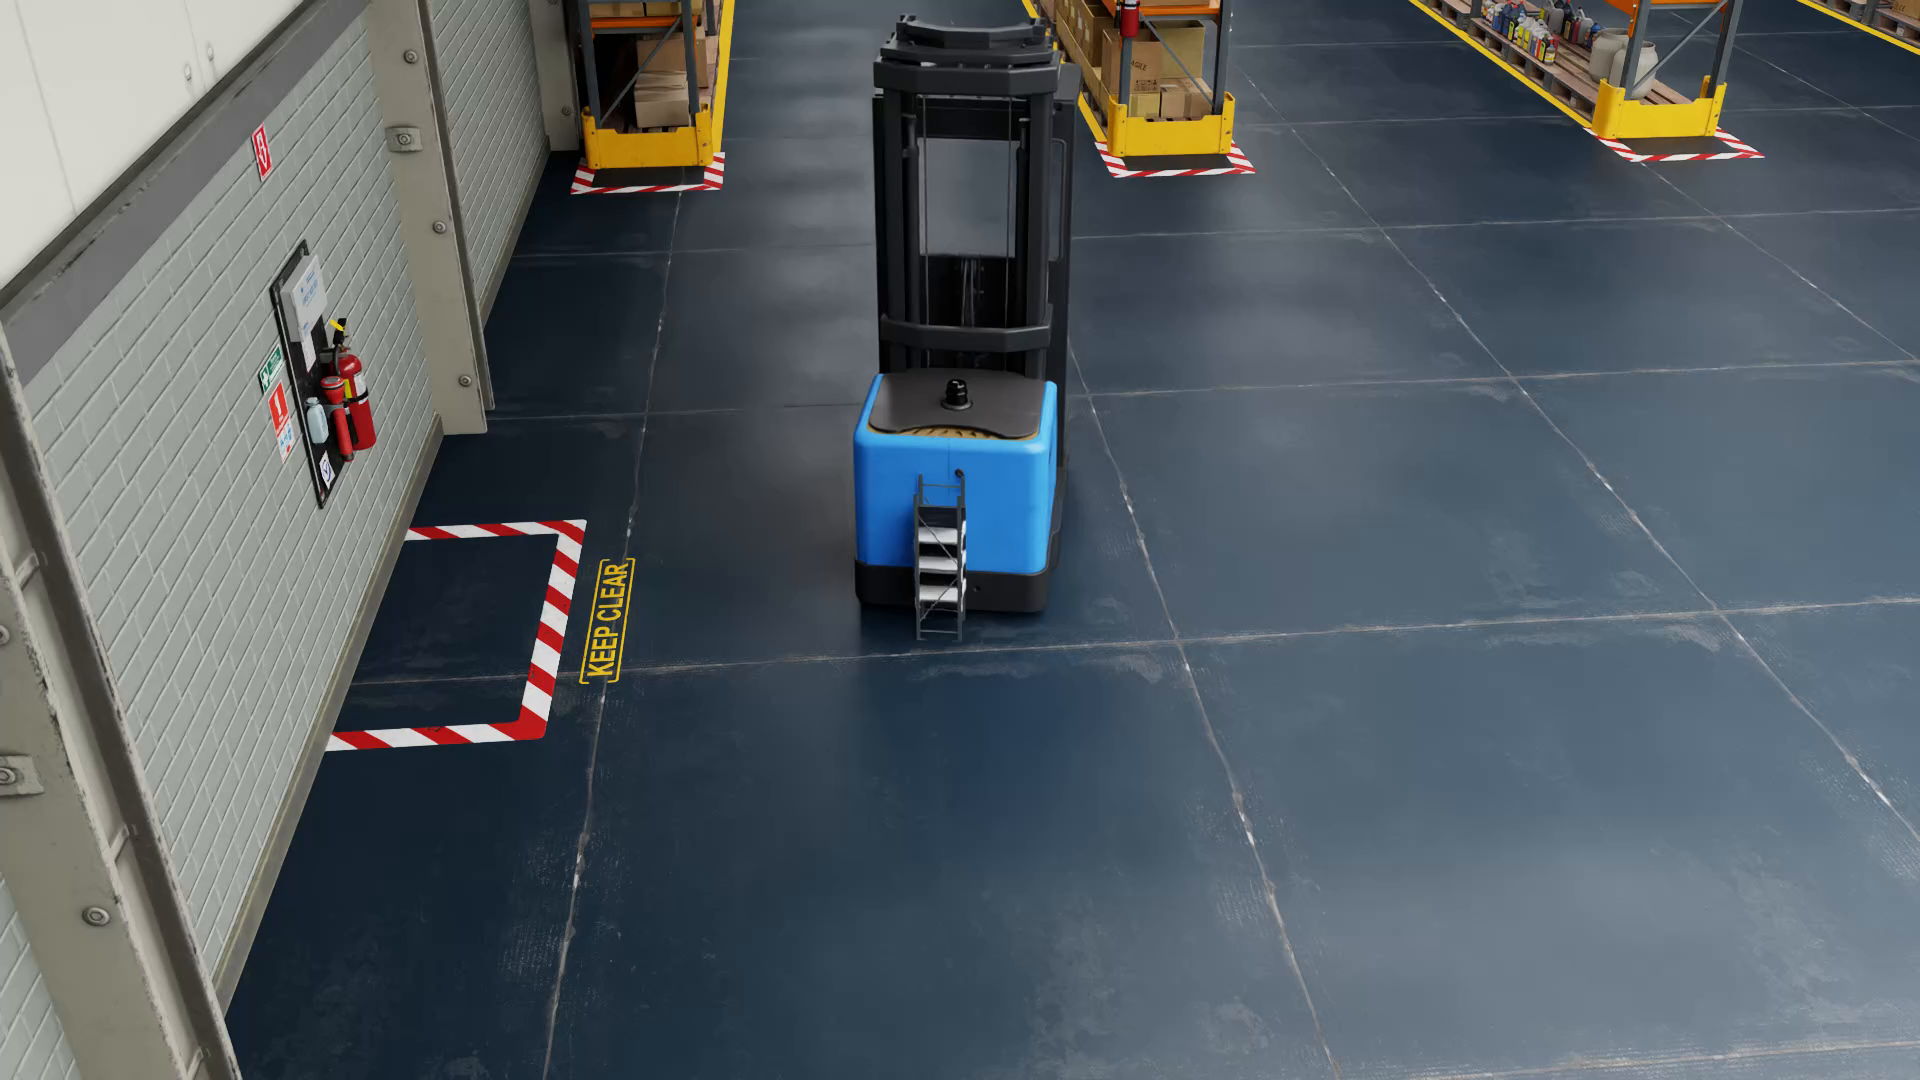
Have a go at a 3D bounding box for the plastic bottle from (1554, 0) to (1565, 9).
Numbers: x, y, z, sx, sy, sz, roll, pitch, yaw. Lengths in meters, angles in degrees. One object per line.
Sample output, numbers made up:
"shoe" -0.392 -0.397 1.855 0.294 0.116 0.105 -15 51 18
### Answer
"plastic bottle" 6.917 -6.086 19.169 0.144 0.351 0.185 -4 31 -6

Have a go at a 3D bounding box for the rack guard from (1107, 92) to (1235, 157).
"rack guard" 2.013 -3.987 15.937 1.175 0.500 0.348 -3 31 -5

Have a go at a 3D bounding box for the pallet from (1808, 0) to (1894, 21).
"pallet" 11.427 -6.787 20.907 1.003 0.211 1.213 -3 31 -5

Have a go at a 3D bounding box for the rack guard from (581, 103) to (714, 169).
"rack guard" -2.928 -3.799 15.622 1.175 0.500 0.348 -3 31 -5

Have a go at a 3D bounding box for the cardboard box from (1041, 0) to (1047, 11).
"cardboard box" 1.265 -6.570 20.097 0.500 0.250 0.500 -3 31 -5

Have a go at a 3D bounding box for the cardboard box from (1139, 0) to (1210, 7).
"cardboard box" 1.980 -5.354 15.691 0.700 0.500 0.500 -3 31 -5

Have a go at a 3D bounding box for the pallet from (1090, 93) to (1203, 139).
"pallet" 1.898 -4.263 16.682 1.003 0.211 1.213 -3 31 -5

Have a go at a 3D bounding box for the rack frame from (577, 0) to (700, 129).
"rack frame" -2.920 -4.833 14.916 1.000 3.000 0.127 -3 31 -5

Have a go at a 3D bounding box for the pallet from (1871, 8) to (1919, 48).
"pallet" 11.599 -6.049 19.671 1.003 0.211 1.213 -3 31 -5

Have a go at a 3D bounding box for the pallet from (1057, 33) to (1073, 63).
"pallet" 1.670 -5.509 18.767 1.003 0.211 1.213 -3 31 -5

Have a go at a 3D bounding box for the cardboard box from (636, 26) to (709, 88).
"cardboard box" -2.968 -4.974 17.161 0.700 0.500 0.500 -5 31 -8

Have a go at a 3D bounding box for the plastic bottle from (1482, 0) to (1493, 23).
"plastic bottle" 6.163 -6.184 19.409 0.097 0.271 0.097 0 31 0

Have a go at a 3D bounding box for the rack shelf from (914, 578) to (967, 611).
"rack shelf" -0.102 0.283 8.809 0.258 0.077 0.200 3 32 5

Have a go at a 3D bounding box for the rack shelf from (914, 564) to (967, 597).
"rack shelf" -0.102 0.207 8.761 0.258 0.077 0.200 3 32 5

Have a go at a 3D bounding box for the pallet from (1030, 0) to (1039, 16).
"pallet" 1.413 -6.916 21.122 1.003 0.211 1.213 -3 31 -5

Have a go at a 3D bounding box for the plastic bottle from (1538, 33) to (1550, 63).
"plastic bottle" 6.306 -5.306 17.927 0.061 0.283 0.133 -2 31 -3

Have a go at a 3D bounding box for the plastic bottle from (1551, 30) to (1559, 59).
"plastic bottle" 6.445 -5.382 18.056 0.061 0.283 0.133 -3 31 -5

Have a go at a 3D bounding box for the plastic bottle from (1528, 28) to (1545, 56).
"plastic bottle" 6.326 -5.445 18.167 0.152 0.276 0.135 -4 31 -6

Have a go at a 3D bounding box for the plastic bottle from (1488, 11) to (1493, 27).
"plastic bottle" 6.182 -6.050 19.253 0.097 0.201 0.097 0 31 0

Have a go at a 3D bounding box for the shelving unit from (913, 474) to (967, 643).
"shelving unit" -0.102 0.103 8.695 0.258 0.900 0.210 3 32 5

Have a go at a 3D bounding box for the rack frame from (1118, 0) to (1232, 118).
"rack frame" 2.011 -5.072 15.317 1.000 3.000 0.127 -3 31 -5

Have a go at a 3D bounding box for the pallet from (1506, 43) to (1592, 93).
"pallet" 6.708 -5.183 18.222 1.003 0.211 1.213 -3 31 -5

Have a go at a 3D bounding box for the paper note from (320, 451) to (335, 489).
"paper note" -3.146 -0.350 8.270 0.016 0.148 0.142 -3 31 -5

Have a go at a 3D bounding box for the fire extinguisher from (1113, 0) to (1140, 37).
"fire extinguisher" 1.560 -4.956 15.198 0.296 0.674 0.183 -3 31 -5

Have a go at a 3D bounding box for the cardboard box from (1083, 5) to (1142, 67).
"cardboard box" 1.557 -5.163 17.010 0.500 0.500 0.500 -3 31 -5

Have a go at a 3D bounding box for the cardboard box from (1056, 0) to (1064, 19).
"cardboard box" 1.369 -6.184 18.719 0.500 0.500 0.500 -3 31 -5

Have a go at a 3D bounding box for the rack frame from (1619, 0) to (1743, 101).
"rack frame" 6.943 -5.308 15.711 1.000 3.000 0.127 -3 31 -5

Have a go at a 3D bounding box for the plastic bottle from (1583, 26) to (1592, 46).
"plastic bottle" 7.014 -5.617 18.529 0.097 0.201 0.097 0 31 0

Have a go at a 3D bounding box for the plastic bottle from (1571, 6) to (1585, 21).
"plastic bottle" 6.965 -5.824 18.729 0.144 0.351 0.185 -3 31 -5

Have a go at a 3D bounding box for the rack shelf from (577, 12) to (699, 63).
"rack shelf" -3.107 -5.545 16.810 1.077 0.370 4.000 -3 31 -5

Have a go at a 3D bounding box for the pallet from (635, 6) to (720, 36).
"pallet" -3.368 -6.075 19.715 1.003 0.211 1.213 -3 31 -5

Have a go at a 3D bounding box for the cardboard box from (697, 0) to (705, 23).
"cardboard box" -3.379 -6.366 19.491 0.700 0.500 0.500 -2 31 -3

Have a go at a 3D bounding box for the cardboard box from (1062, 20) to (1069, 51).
"cardboard box" 1.421 -5.607 18.484 0.500 0.250 0.500 -3 31 -5

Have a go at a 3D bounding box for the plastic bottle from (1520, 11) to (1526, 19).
"plastic bottle" 6.366 -5.867 18.879 0.097 0.271 0.097 0 31 0

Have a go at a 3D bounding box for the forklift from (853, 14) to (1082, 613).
"forklift" 0.103 -1.600 9.570 1.130 2.935 3.031 3 31 5

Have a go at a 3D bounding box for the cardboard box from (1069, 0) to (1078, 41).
"cardboard box" 1.463 -5.674 17.864 0.500 0.500 0.500 -3 31 -5

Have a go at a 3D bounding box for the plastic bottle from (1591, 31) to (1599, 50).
"plastic bottle" 7.034 -5.512 18.353 0.097 0.201 0.097 0 31 0

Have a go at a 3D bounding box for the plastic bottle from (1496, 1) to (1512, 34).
"plastic bottle" 6.232 -5.969 18.973 0.144 0.351 0.185 -2 31 -3

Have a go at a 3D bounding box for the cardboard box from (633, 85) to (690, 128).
"cardboard box" -2.895 -4.225 16.091 0.500 0.311 0.500 -6 31 -10

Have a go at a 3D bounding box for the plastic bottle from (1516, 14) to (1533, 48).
"plastic bottle" 6.289 -5.656 18.448 0.144 0.351 0.185 -3 31 -5

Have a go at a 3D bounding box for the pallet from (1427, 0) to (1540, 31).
"pallet" 6.458 -6.552 20.513 1.003 0.211 1.213 -3 31 -5

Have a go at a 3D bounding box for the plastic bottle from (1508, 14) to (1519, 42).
"plastic bottle" 6.223 -5.758 18.684 0.061 0.283 0.133 -1 31 -2

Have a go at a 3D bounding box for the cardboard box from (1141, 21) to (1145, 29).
"cardboard box" 2.074 -5.188 17.051 0.500 0.500 0.500 -3 31 -5

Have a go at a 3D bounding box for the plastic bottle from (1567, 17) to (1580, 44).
"plastic bottle" 6.870 -5.706 18.598 0.061 0.283 0.133 -3 31 -5

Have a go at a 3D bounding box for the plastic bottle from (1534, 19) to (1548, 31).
"plastic bottle" 6.434 -5.644 18.501 0.152 0.276 0.135 -3 31 -5

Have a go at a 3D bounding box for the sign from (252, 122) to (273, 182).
"sign" -3.192 -1.808 7.592 0.001 0.298 0.199 -3 31 -5

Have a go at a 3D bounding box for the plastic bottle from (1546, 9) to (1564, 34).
"plastic bottle" 6.789 -5.936 18.991 0.152 0.276 0.135 -3 31 -5

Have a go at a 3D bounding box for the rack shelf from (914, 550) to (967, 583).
"rack shelf" -0.102 0.131 8.713 0.258 0.077 0.200 3 32 5

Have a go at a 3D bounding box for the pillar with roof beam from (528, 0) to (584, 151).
"pillar with roof beam" 0.439 -7.931 14.252 9.100 9.000 0.400 -3 31 -5

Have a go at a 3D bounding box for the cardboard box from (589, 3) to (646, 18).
"cardboard box" -3.157 -5.006 15.333 0.500 0.250 0.500 -2 31 -4

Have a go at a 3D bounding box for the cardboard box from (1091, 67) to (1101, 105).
"cardboard box" 1.608 -4.586 16.775 0.500 0.250 0.500 -3 31 -5

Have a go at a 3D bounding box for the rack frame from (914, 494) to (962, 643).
"rack frame" -0.113 0.157 8.610 0.240 0.900 0.006 3 32 5

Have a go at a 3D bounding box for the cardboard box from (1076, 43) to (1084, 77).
"cardboard box" 1.515 -5.097 17.630 0.500 0.250 0.500 -3 31 -5

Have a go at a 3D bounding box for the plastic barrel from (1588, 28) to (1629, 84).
"plastic barrel" 6.759 -5.008 17.226 0.421 0.512 0.421 0 31 0
